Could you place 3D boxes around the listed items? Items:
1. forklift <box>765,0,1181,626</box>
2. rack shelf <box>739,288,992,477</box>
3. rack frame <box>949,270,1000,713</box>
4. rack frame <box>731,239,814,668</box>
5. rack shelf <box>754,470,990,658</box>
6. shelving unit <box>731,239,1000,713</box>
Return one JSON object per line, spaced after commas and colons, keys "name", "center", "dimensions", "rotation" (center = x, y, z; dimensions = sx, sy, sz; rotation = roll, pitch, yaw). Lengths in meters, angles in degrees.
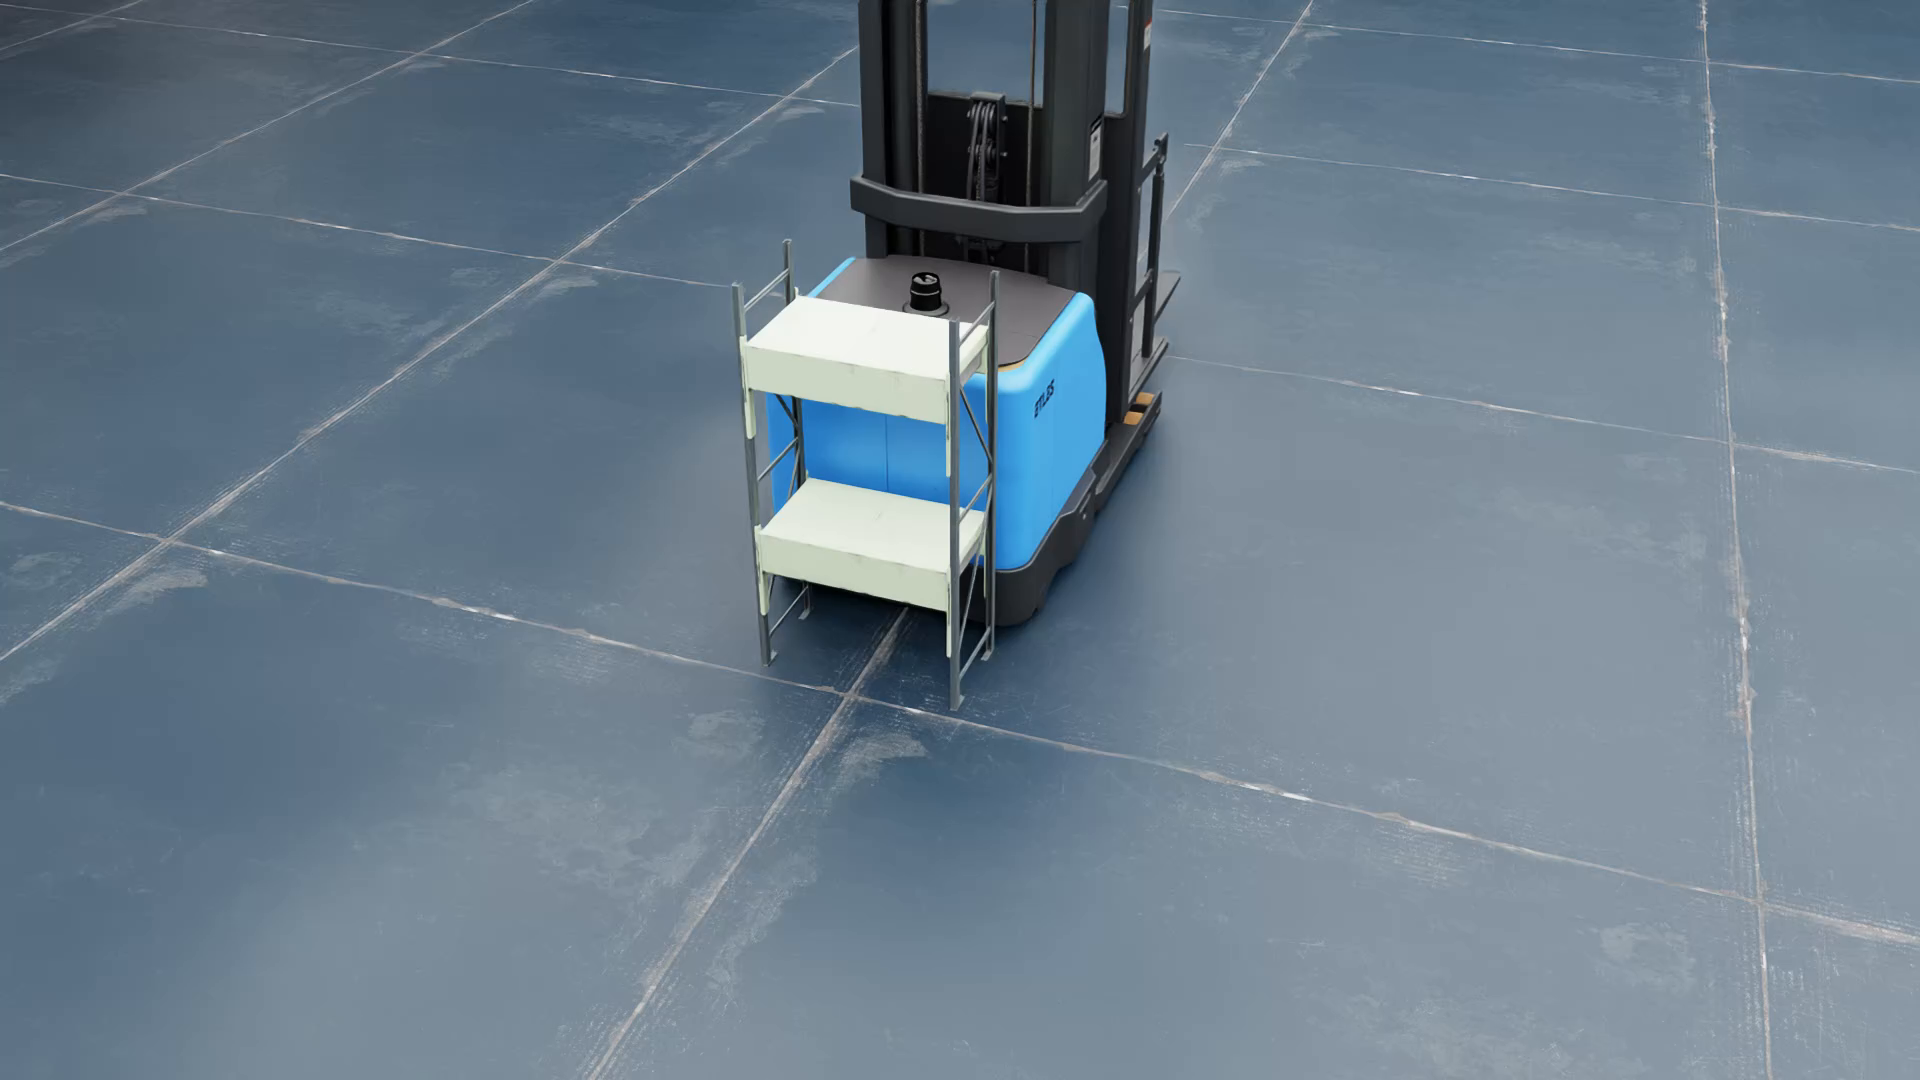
{"name": "forklift", "center": [0.271, -1.705, 6.689], "dimensions": [1.130, 2.935, 3.031], "rotation": [12, 35, 17]}
{"name": "rack shelf", "center": [-0.296, -0.527, 5.464], "dimensions": [0.720, 0.370, 0.431], "rotation": [12, 35, 17]}
{"name": "rack frame", "center": [0.046, -0.129, 5.568], "dimensions": [0.023, 1.500, 0.400], "rotation": [12, 35, 17]}
{"name": "rack frame", "center": [-0.639, -0.269, 5.784], "dimensions": [0.023, 1.500, 0.400], "rotation": [12, 35, 17]}
{"name": "rack shelf", "center": [-0.296, 0.075, 5.853], "dimensions": [0.720, 0.370, 0.431], "rotation": [12, 35, 17]}
{"name": "shelving unit", "center": [-0.296, -0.199, 5.676], "dimensions": [0.755, 1.500, 0.431], "rotation": [12, 35, 17]}
